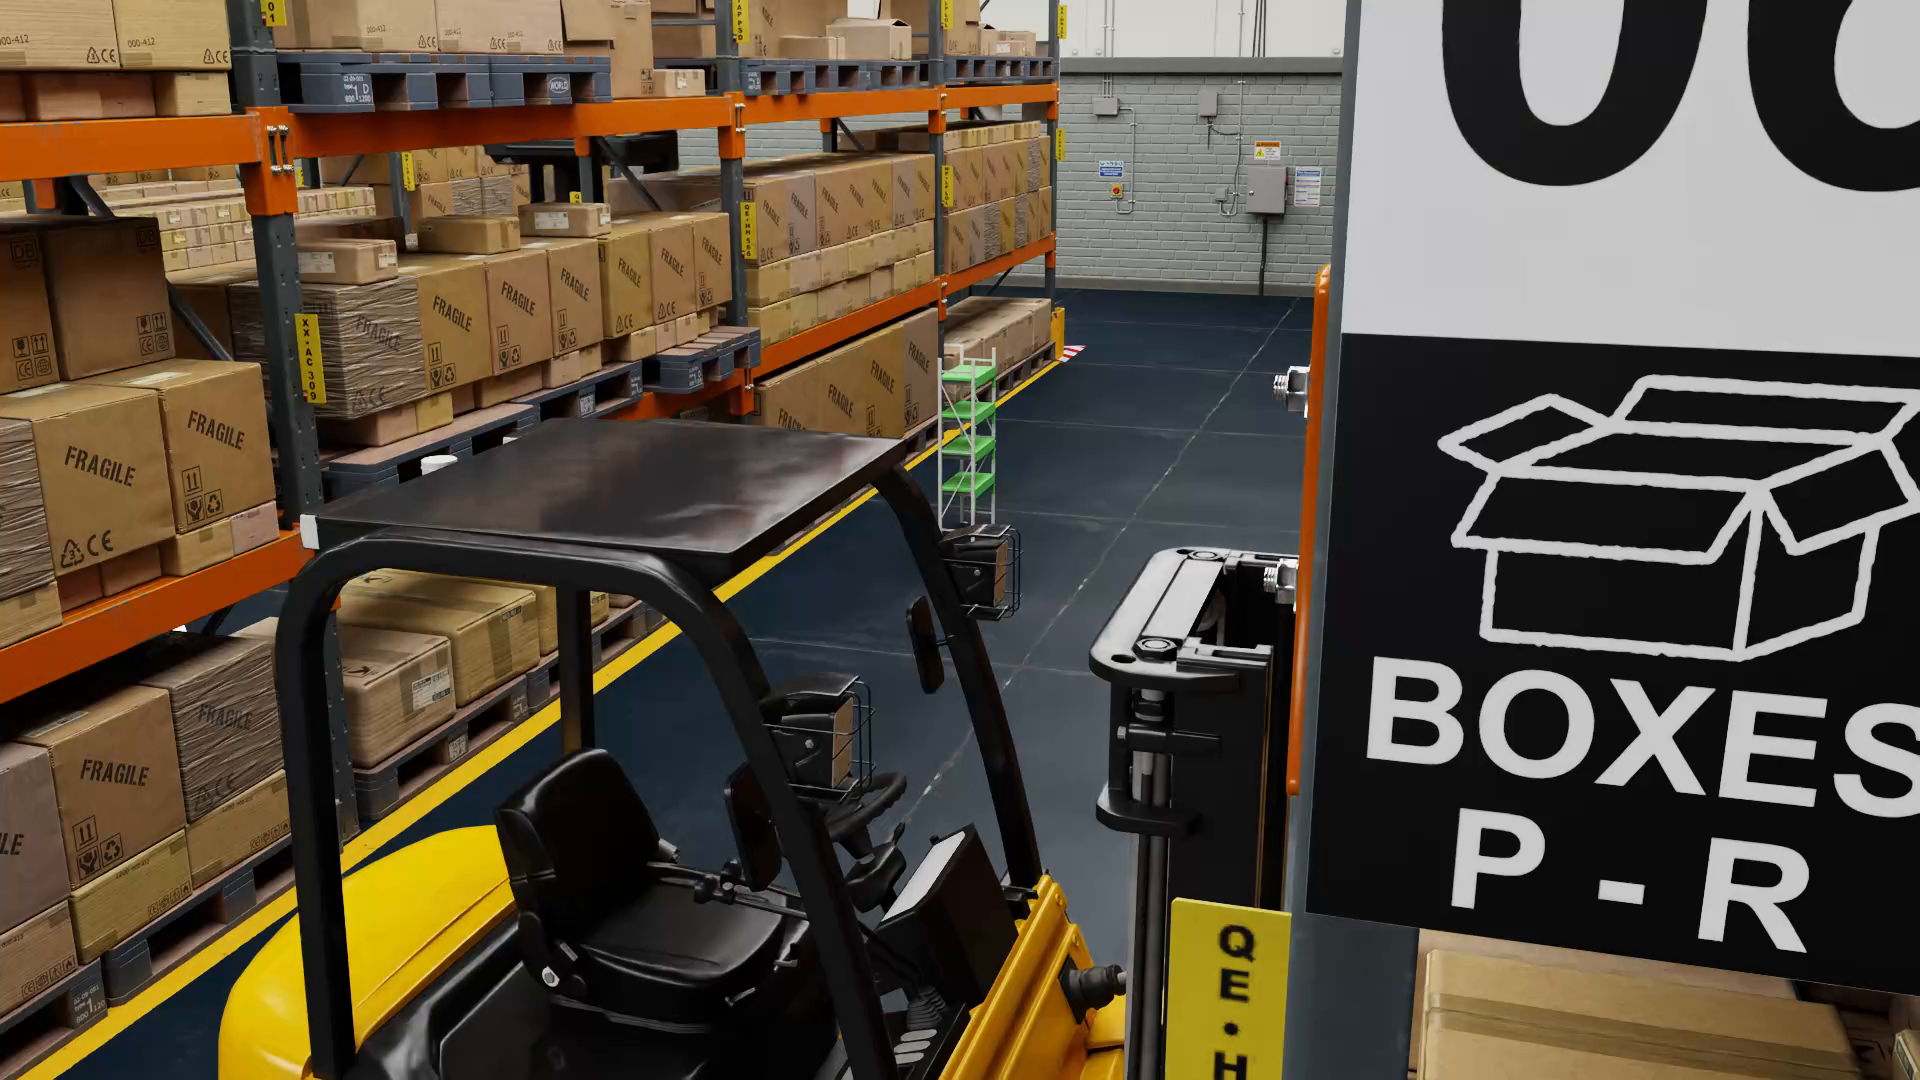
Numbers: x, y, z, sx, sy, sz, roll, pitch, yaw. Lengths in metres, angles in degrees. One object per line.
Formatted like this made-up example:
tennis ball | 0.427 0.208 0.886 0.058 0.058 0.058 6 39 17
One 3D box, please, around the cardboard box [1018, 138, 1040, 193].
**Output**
cardboard box | 0.480 -3.671 16.261 0.500 0.500 0.500 5 16 16

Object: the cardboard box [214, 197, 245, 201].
cardboard box | -5.700 -2.643 13.251 0.380 0.149 0.250 4 16 13

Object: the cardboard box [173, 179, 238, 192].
cardboard box | -8.876 -4.118 19.580 0.500 0.250 0.500 4 16 15

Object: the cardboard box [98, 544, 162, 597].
cardboard box | -2.913 0.070 5.545 0.380 0.149 0.250 5 17 16

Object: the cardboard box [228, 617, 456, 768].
cardboard box | -2.754 0.638 7.128 0.950 0.372 0.625 5 17 17

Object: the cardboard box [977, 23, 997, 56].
cardboard box | 0.036 -4.688 15.575 0.500 0.311 0.500 5 17 17

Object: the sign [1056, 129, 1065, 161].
sign | 1.025 -4.051 17.059 0.100 0.325 0.005 5 16 16

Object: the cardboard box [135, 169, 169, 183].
cardboard box | -9.530 -4.391 19.167 0.500 0.500 0.500 4 16 15

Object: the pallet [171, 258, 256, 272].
pallet | -6.016 -2.119 13.155 1.003 0.211 1.213 5 16 16

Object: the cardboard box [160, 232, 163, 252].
cardboard box | -6.061 -2.167 12.117 0.380 0.149 0.250 4 16 14

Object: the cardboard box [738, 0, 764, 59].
cardboard box | -1.665 -3.300 10.516 0.700 0.500 0.500 4 16 13

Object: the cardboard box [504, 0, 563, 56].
cardboard box | -2.086 -2.247 7.264 0.500 0.250 0.500 4 16 15

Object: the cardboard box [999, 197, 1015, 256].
cardboard box | 0.198 -2.926 15.464 0.500 0.500 0.500 5 17 18

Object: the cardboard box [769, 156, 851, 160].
cardboard box | -1.146 -2.680 12.767 0.500 0.500 0.500 5 16 16

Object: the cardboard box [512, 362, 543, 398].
cardboard box | -2.169 -0.761 7.706 0.380 0.149 0.250 5 17 16

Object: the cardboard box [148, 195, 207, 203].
cardboard box | -6.322 -2.698 13.446 0.380 0.149 0.250 5 17 18

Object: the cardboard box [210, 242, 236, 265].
cardboard box | -5.843 -2.220 12.850 0.380 0.149 0.250 5 17 17

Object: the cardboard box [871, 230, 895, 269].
cardboard box | -0.796 -2.146 12.258 0.500 0.250 0.500 5 17 17

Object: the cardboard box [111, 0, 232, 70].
cardboard box | -2.769 -1.664 5.430 0.500 0.250 0.500 4 16 15

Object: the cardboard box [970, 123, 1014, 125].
cardboard box | 0.304 -3.890 15.842 0.380 0.149 0.250 4 16 15

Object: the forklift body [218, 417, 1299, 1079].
forklift body | -0.488 0.915 3.662 2.313 2.155 1.214 5 16 16

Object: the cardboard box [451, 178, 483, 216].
cardboard box | -4.886 -3.168 15.773 0.500 0.500 0.500 5 16 16

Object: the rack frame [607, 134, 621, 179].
rack frame | -4.266 -3.783 18.671 1.000 3.000 0.127 5 16 16

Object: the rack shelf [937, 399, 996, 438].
rack shelf | 0.047 -0.790 10.770 0.258 0.148 0.480 5 16 16

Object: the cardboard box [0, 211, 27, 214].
cardboard box | -6.766 -2.287 11.996 0.380 0.149 0.250 4 16 15

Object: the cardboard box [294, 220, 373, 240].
cardboard box | -2.803 -1.311 7.269 0.380 0.149 0.250 4 16 14

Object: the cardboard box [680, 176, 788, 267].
cardboard box | -1.390 -1.972 10.270 0.500 0.500 0.500 4 16 14

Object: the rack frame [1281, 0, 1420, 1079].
rack frame | 0.719 1.144 1.300 0.949 2.616 0.053 5 16 16

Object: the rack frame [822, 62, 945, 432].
rack frame | -0.628 -2.379 13.721 1.000 3.000 0.127 5 16 16

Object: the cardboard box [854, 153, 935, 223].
cardboard box | -0.514 -2.772 13.090 0.500 0.500 0.500 5 17 18

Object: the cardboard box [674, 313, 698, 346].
cardboard box | -1.667 -1.165 9.130 0.380 0.149 0.250 4 16 15

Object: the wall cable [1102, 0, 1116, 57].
wall cable | 1.856 -7.822 21.916 0.463 3.000 0.029 5 16 16

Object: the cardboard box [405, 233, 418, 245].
cardboard box | -2.550 -1.220 8.135 0.500 0.500 0.500 4 16 14

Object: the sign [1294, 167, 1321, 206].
sign | 4.594 -4.672 21.978 0.329 0.494 0.001 5 16 16

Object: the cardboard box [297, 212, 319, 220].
cardboard box | -5.546 -2.636 13.772 0.380 0.149 0.250 4 16 14

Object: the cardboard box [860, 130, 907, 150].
cardboard box | -0.666 -3.386 14.067 0.380 0.149 0.250 5 17 17

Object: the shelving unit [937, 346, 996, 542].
shelving unit | 0.047 -0.621 10.818 0.258 1.200 0.503 5 16 16

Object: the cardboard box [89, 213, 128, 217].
cardboard box | -6.148 -2.234 11.809 0.380 0.149 0.250 4 16 14

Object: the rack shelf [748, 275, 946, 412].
rack shelf | -1.196 -1.510 11.974 1.077 0.370 4.000 5 16 16

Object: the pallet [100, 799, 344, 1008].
pallet | -3.058 1.234 6.093 1.003 0.211 1.213 5 16 16

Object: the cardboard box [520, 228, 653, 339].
cardboard box | -1.906 -1.317 8.479 0.500 0.500 0.500 3 16 12

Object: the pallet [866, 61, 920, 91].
pallet | -0.841 -3.487 12.479 0.805 0.209 1.217 4 16 14

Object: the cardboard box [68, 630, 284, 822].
cardboard box | -2.812 0.649 5.938 0.500 0.500 0.500 4 16 15

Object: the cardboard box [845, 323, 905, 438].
cardboard box | -0.976 -1.154 12.525 0.875 0.875 0.875 5 17 17

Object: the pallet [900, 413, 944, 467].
pallet | -0.775 -0.830 13.369 1.003 0.211 1.213 5 16 16

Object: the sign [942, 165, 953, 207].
sign | -0.105 -2.859 13.434 0.100 0.325 0.005 5 16 16

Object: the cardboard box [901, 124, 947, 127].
cardboard box | -0.338 -3.793 15.501 0.380 0.149 0.250 4 16 15

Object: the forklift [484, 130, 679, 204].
forklift | -2.641 -1.842 11.952 1.130 2.935 3.031 4 16 12

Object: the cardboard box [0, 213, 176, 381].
cardboard box | -3.234 -0.860 5.805 0.700 0.500 0.500 4 16 15

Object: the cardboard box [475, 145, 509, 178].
cardboard box | -4.735 -3.774 16.079 0.500 0.500 0.500 5 17 17

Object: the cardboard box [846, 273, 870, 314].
cardboard box | -0.963 -1.771 11.852 0.500 0.250 0.500 5 16 16

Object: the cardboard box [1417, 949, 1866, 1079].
cardboard box | 0.622 0.531 1.544 0.380 0.149 0.250 5 16 16

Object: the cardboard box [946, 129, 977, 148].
cardboard box | -0.070 -3.482 14.403 0.380 0.149 0.250 5 16 15
